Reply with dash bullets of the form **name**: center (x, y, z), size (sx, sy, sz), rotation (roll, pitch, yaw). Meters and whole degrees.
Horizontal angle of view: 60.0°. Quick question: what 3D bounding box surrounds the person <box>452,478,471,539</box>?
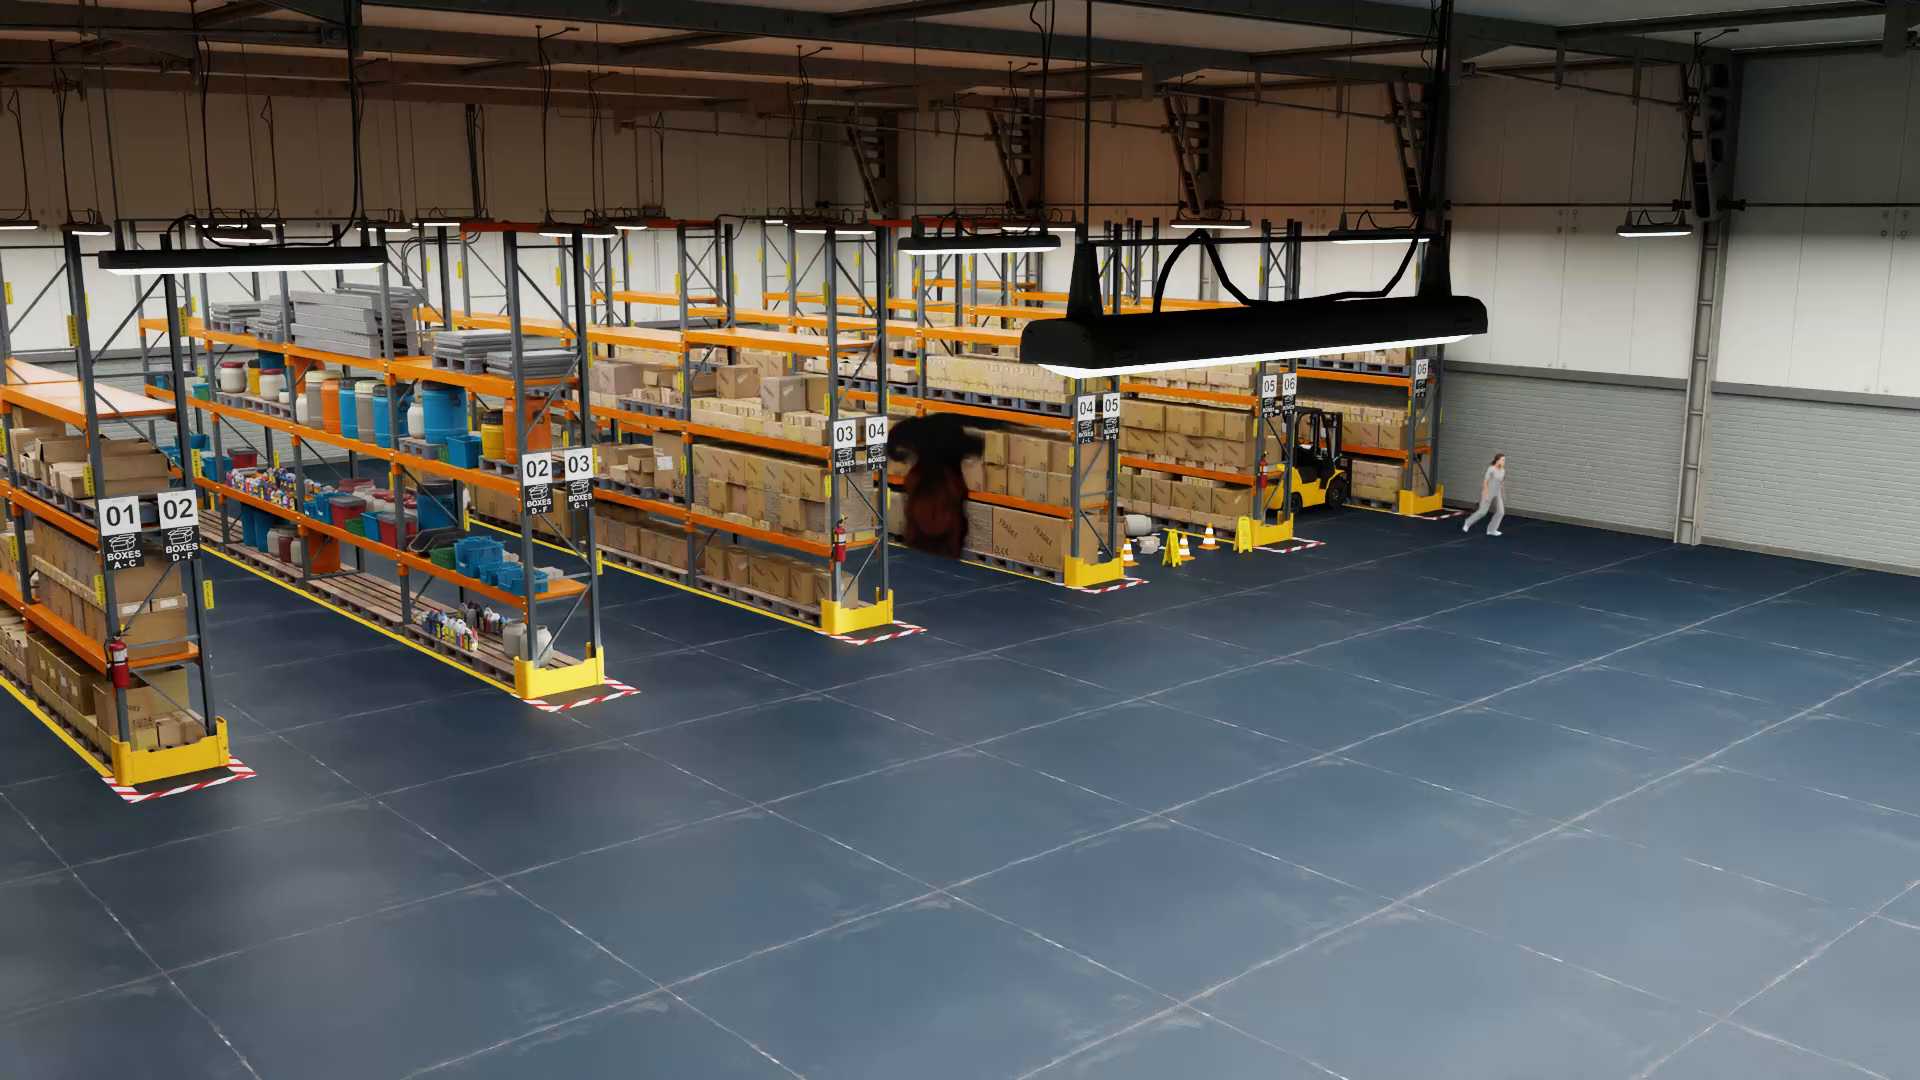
- **person**: center (-8.928, -0.340, 29.310), size (0.711, 1.691, 0.695), rotation (8, 14, 33)

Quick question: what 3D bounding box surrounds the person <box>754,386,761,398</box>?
- **person**: center (-5.466, -3.796, 46.167), size (0.665, 1.711, 0.967), rotation (8, 14, 34)

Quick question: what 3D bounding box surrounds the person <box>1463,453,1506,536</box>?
- **person**: center (10.218, -0.902, 32.272), size (0.703, 1.606, 0.673), rotation (-7, 13, -30)
